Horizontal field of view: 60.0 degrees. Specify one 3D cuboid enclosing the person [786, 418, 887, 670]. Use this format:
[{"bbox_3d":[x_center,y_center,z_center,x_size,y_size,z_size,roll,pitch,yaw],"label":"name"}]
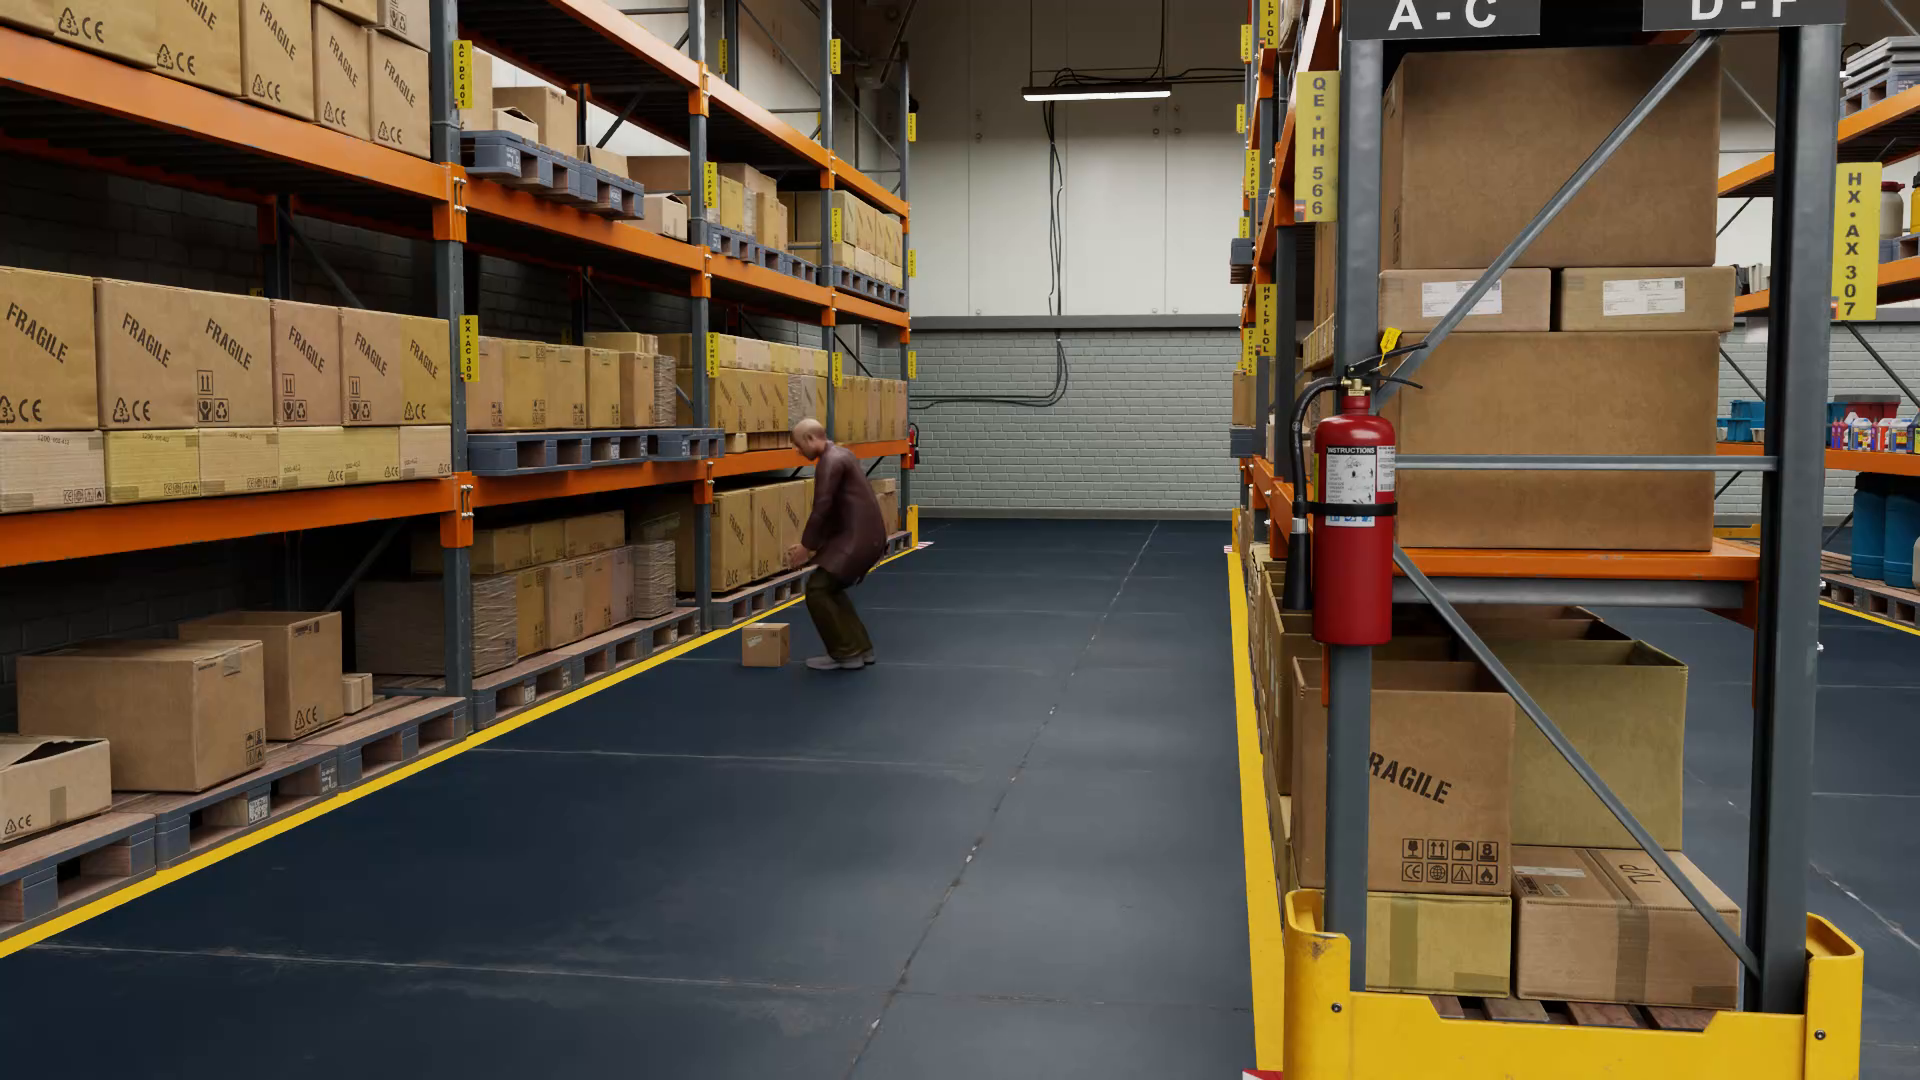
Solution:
[{"bbox_3d":[-0.772,0.027,10.594,0.588,1.577,0.623,1,4,9],"label":"person"}]
